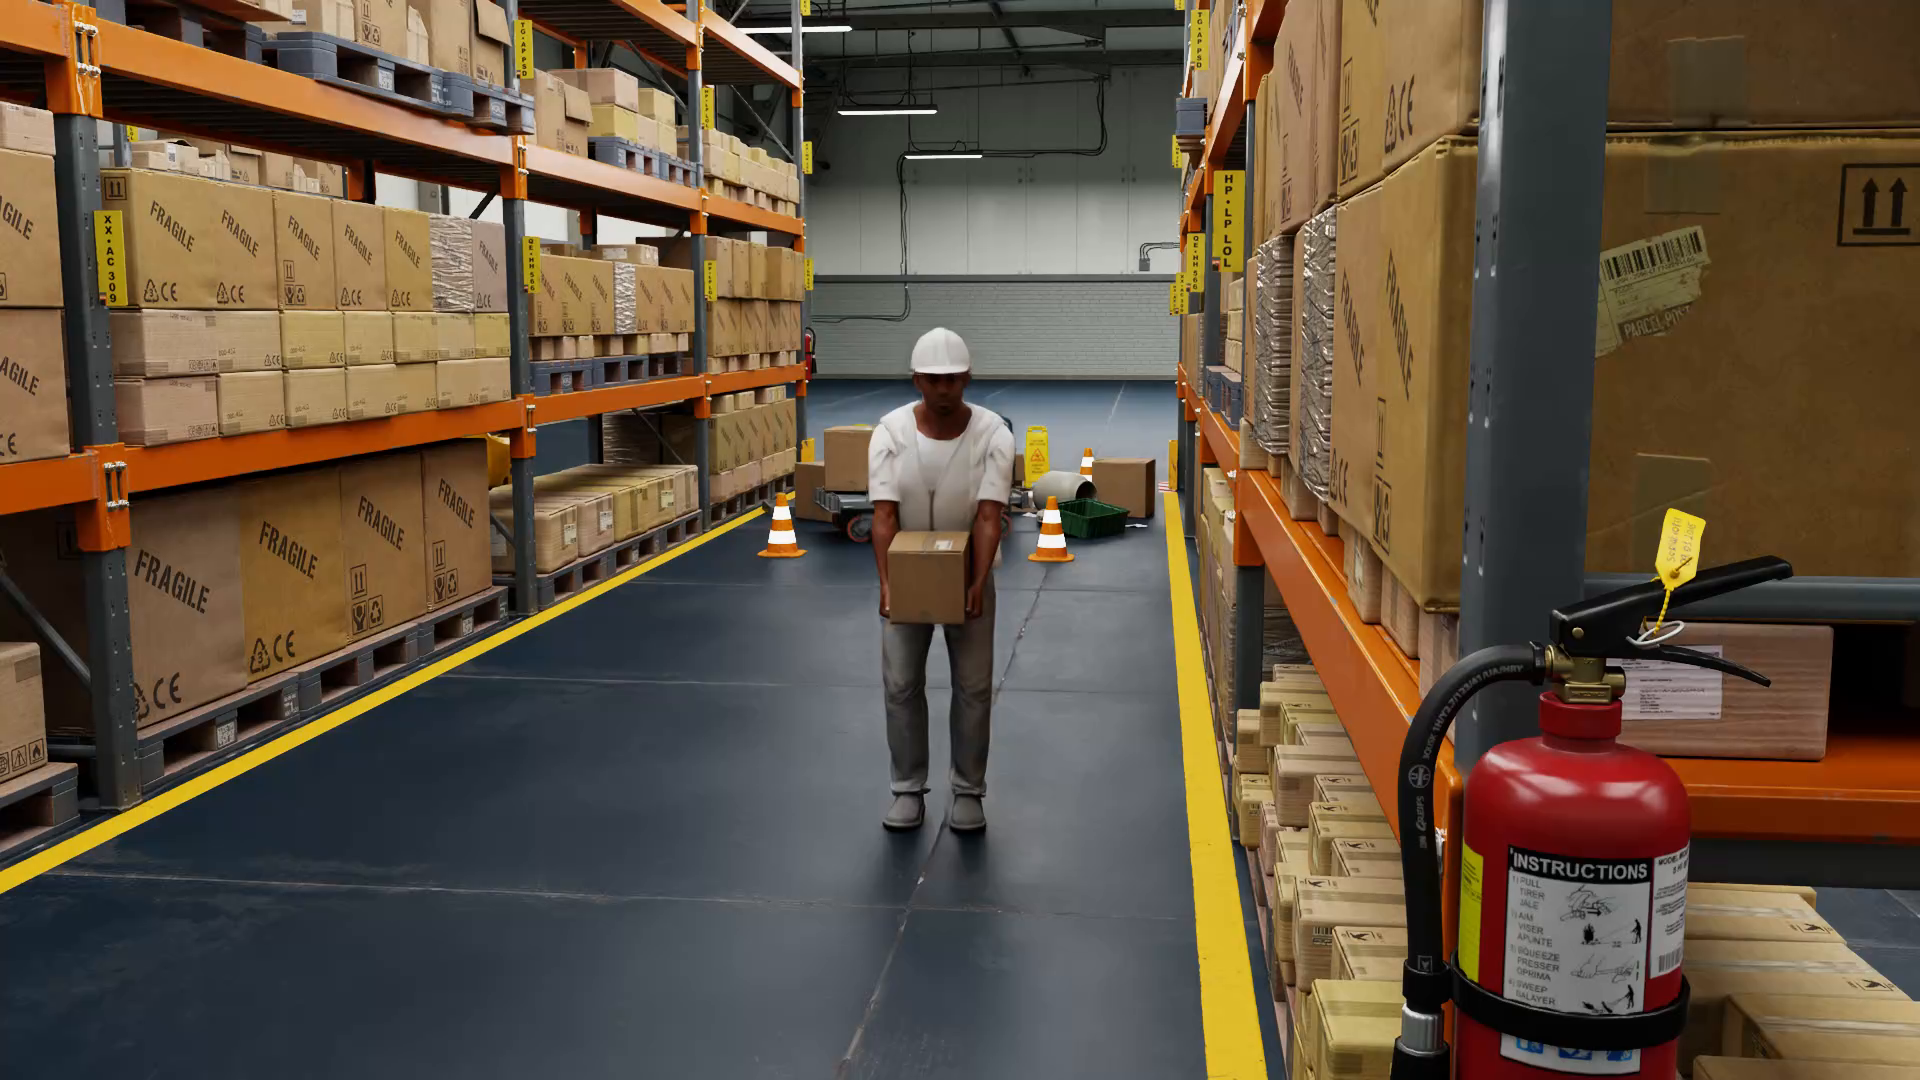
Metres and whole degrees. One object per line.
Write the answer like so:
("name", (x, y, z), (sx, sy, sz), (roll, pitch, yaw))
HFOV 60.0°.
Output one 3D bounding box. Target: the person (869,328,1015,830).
("person", (-0.064, 0.140, 5.756), (0.501, 1.734, 0.594), (1, 8, 5))
